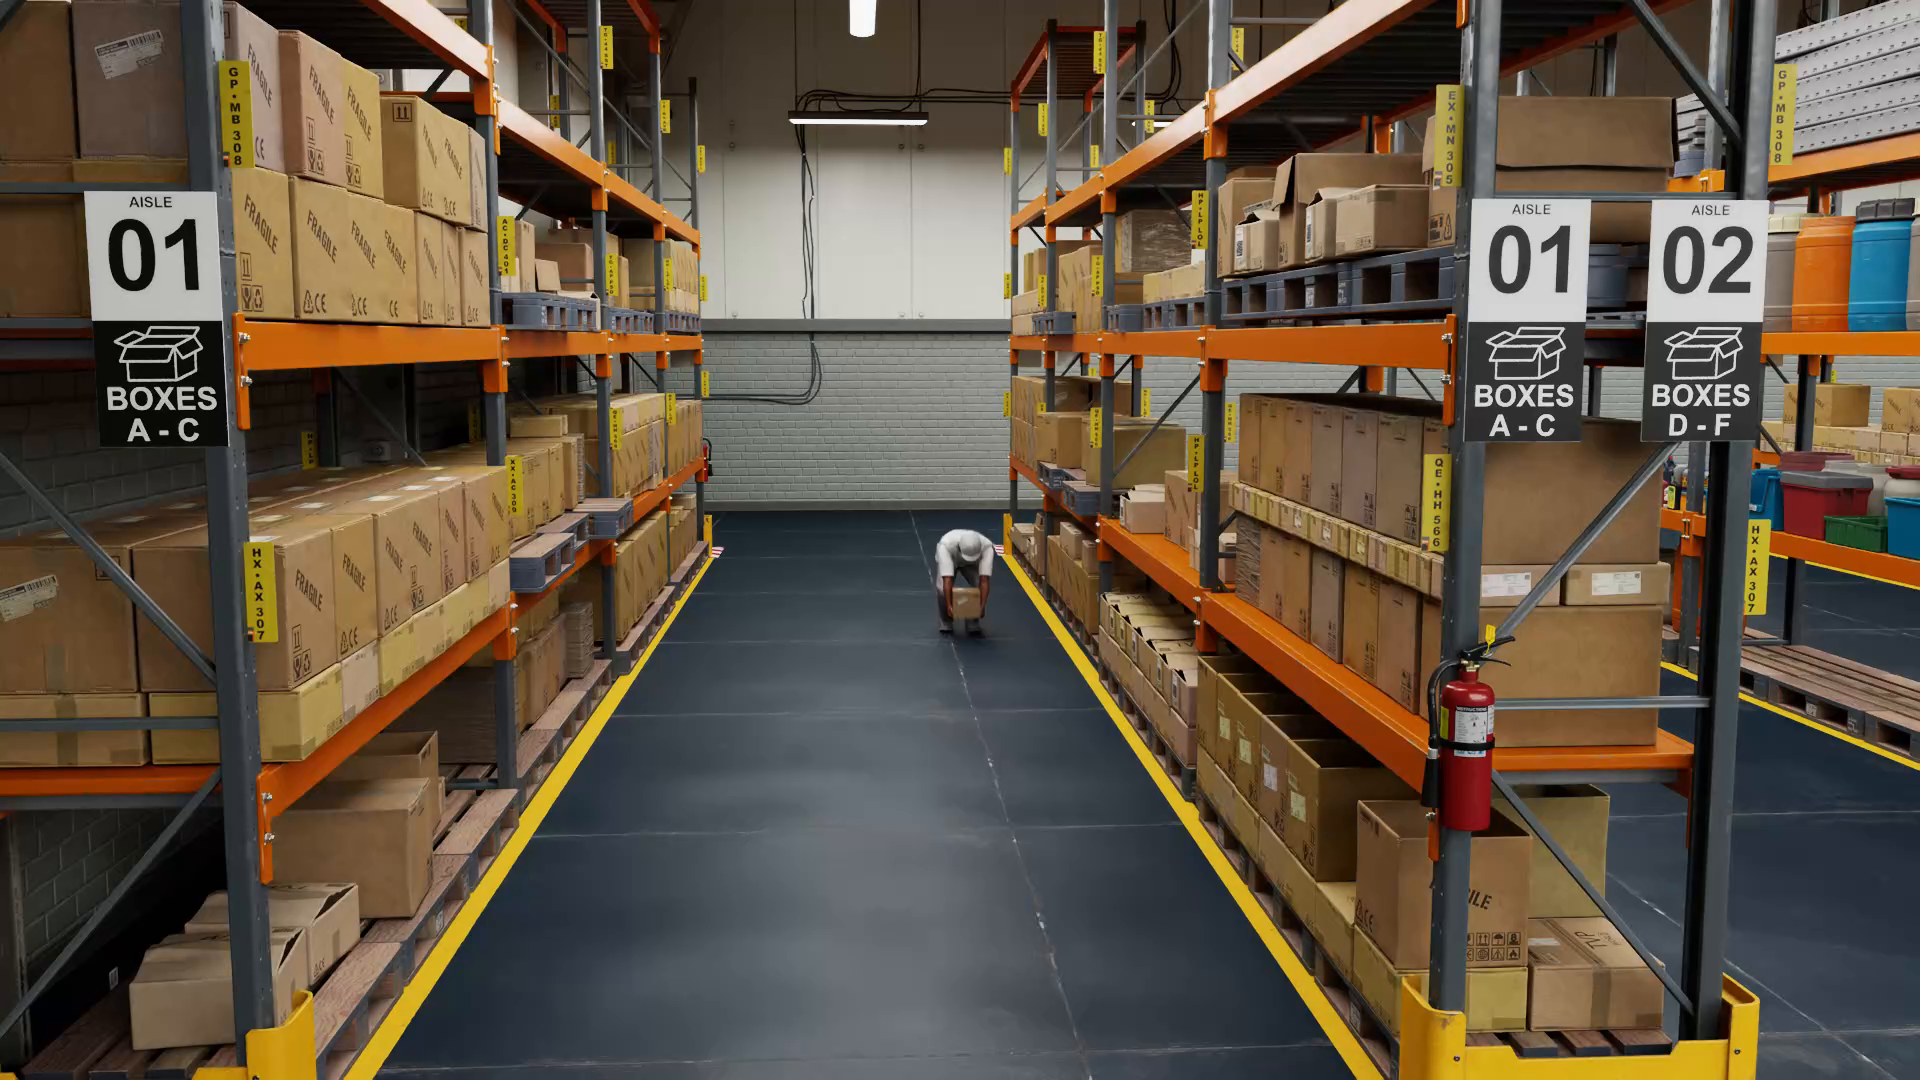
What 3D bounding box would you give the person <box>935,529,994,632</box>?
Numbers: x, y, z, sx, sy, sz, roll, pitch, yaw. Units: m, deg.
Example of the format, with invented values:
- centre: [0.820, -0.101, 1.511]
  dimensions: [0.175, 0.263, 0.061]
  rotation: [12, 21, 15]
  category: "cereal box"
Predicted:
- centre: [0.039, 0.375, 15.660]
  dimensions: [0.527, 1.019, 0.959]
  rotation: [-1, 7, -7]
  category: "person"
